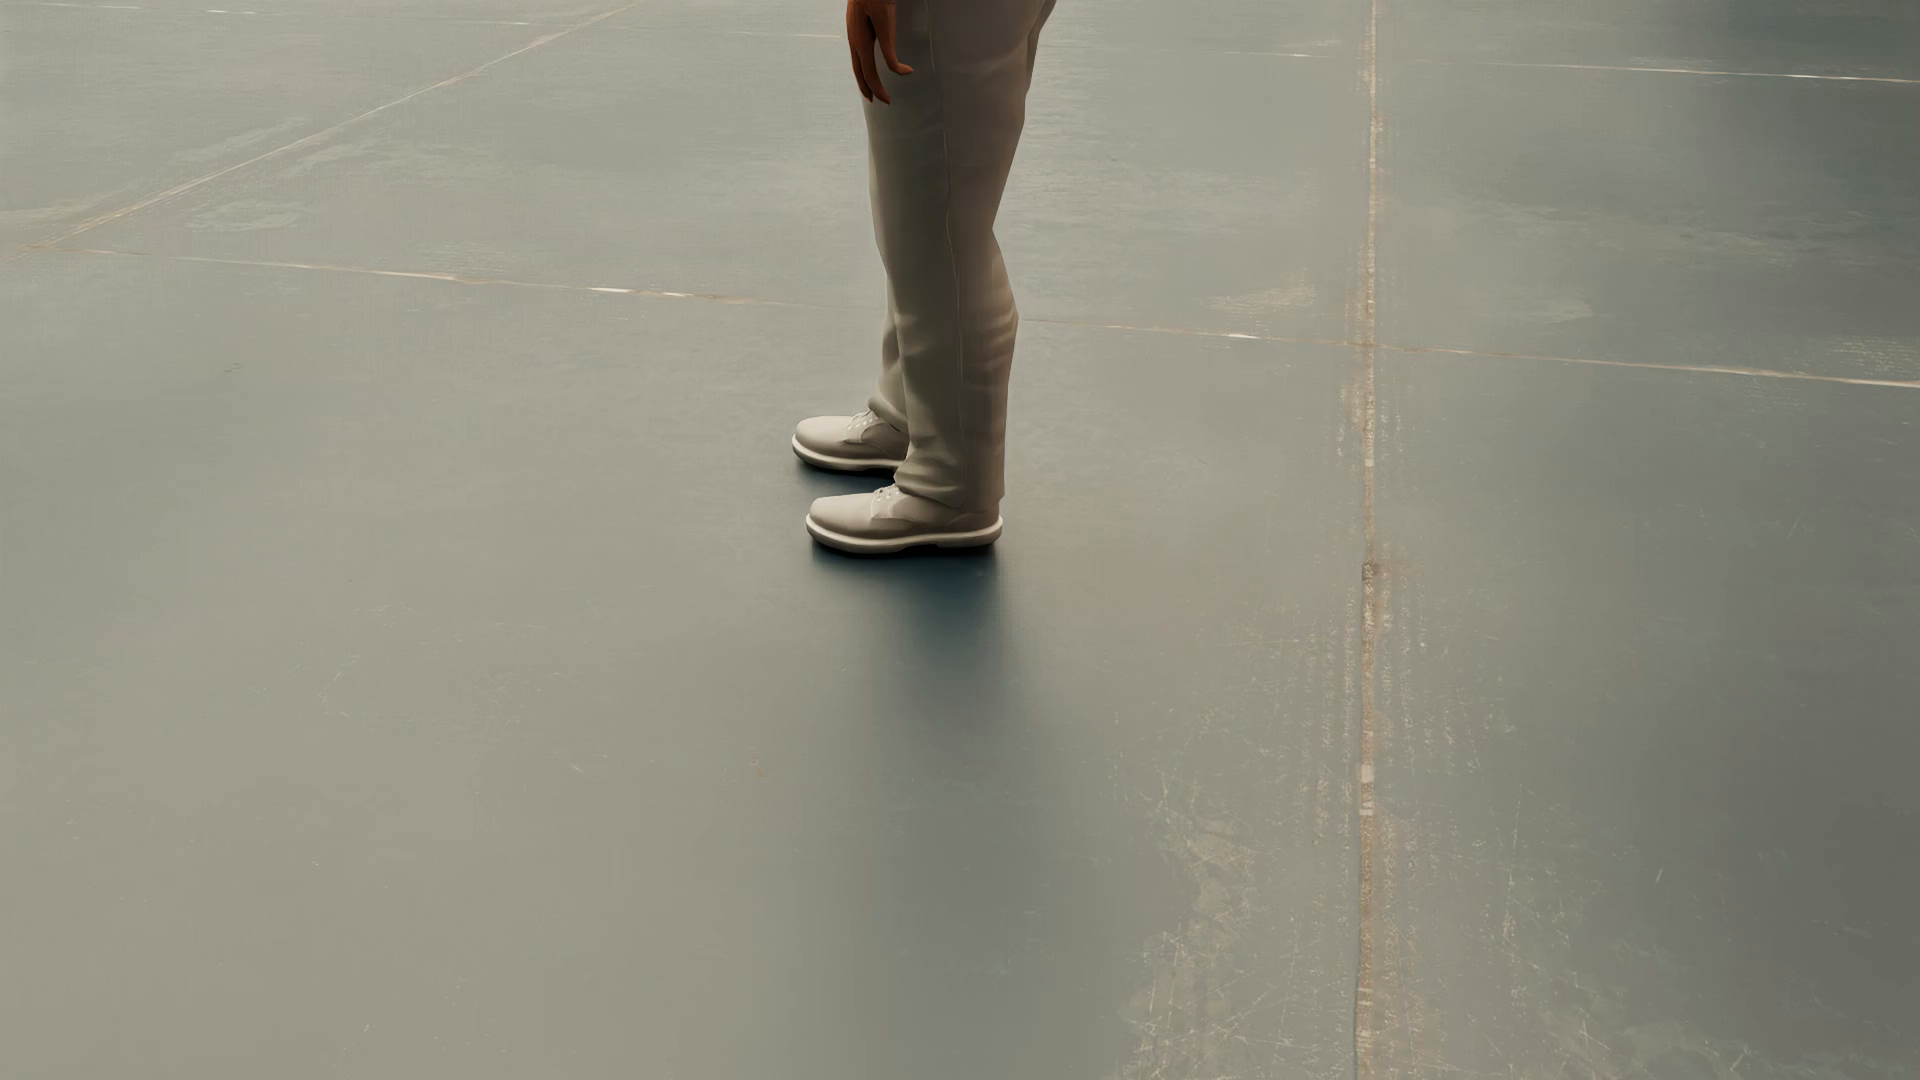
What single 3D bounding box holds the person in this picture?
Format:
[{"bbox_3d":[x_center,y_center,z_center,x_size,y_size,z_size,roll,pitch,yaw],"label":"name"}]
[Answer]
[{"bbox_3d":[-0.068,-0.783,2.156,0.526,1.694,0.550,6,27,11],"label":"person"}]
